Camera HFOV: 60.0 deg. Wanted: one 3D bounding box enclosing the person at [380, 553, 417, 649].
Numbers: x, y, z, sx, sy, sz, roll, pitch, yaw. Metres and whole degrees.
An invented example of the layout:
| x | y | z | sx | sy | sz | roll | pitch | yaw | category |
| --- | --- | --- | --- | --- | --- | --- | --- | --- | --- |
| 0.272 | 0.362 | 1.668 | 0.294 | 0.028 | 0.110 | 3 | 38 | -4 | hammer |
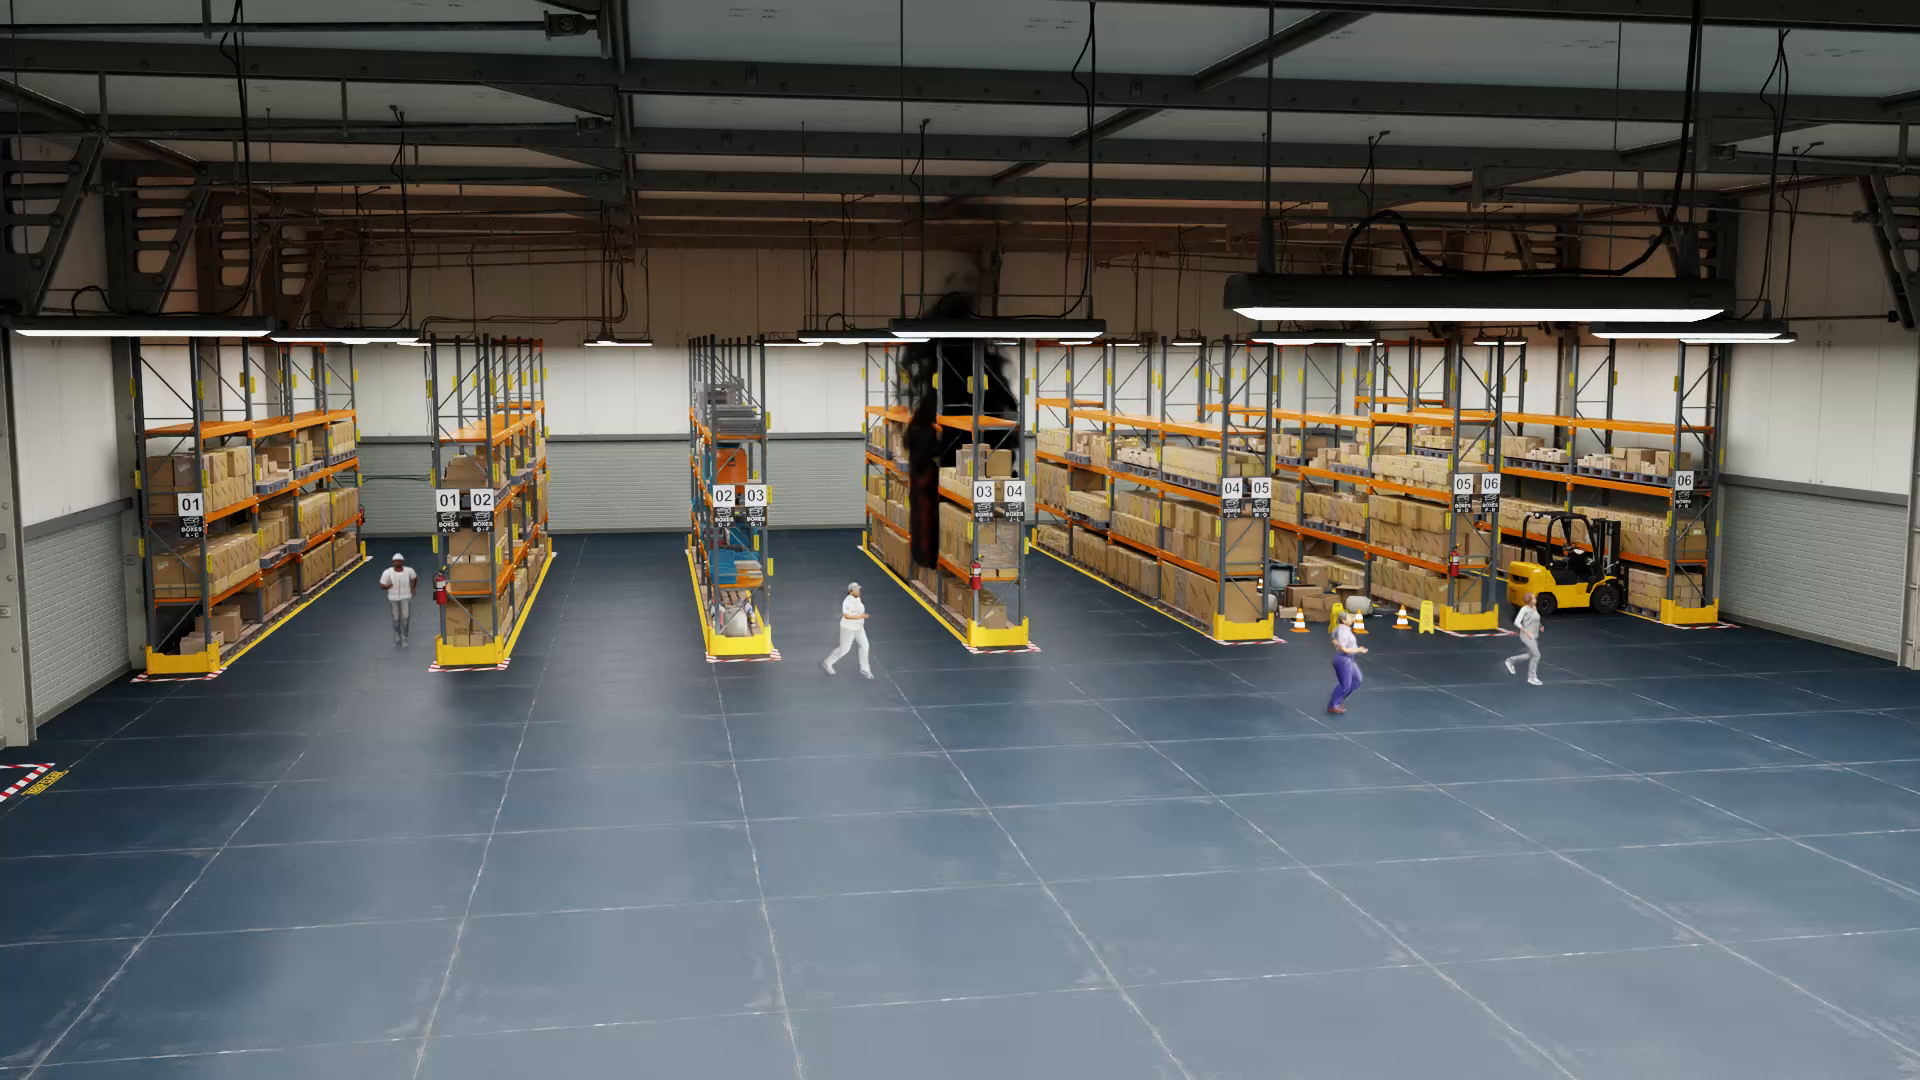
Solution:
| x | y | z | sx | sy | sz | roll | pitch | yaw | category |
| --- | --- | --- | --- | --- | --- | --- | --- | --- | --- |
| -10.811 | 1.148 | 32.065 | 0.691 | 1.784 | 0.867 | -2 | 7 | -19 | person |

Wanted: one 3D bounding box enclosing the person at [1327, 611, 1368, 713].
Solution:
| x | y | z | sx | sy | sz | roll | pitch | yaw | category |
| --- | --- | --- | --- | --- | --- | --- | --- | --- | --- |
| 6.105 | 1.923 | 26.186 | 0.605 | 1.615 | 0.582 | 2 | 7 | 15 | person |

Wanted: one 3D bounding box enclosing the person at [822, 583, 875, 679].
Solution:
| x | y | z | sx | sy | sz | roll | pitch | yaw | category |
| --- | --- | --- | --- | --- | --- | --- | --- | --- | --- |
| -1.933 | 1.580 | 29.060 | 0.923 | 1.704 | 0.612 | 3 | 7 | 25 | person |

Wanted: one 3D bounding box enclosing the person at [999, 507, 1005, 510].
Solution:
| x | y | z | sx | sy | sz | roll | pitch | yaw | category |
| --- | --- | --- | --- | --- | --- | --- | --- | --- | --- |
| 1.280 | -0.710 | 49.000 | 0.631 | 1.650 | 0.590 | 6 | 9 | 41 | person |

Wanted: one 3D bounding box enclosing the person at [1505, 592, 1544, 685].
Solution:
| x | y | z | sx | sy | sz | roll | pitch | yaw | category |
| --- | --- | --- | --- | --- | --- | --- | --- | --- | --- |
| 9.740 | 1.680 | 28.623 | 0.660 | 1.587 | 0.534 | 5 | 9 | 40 | person |
